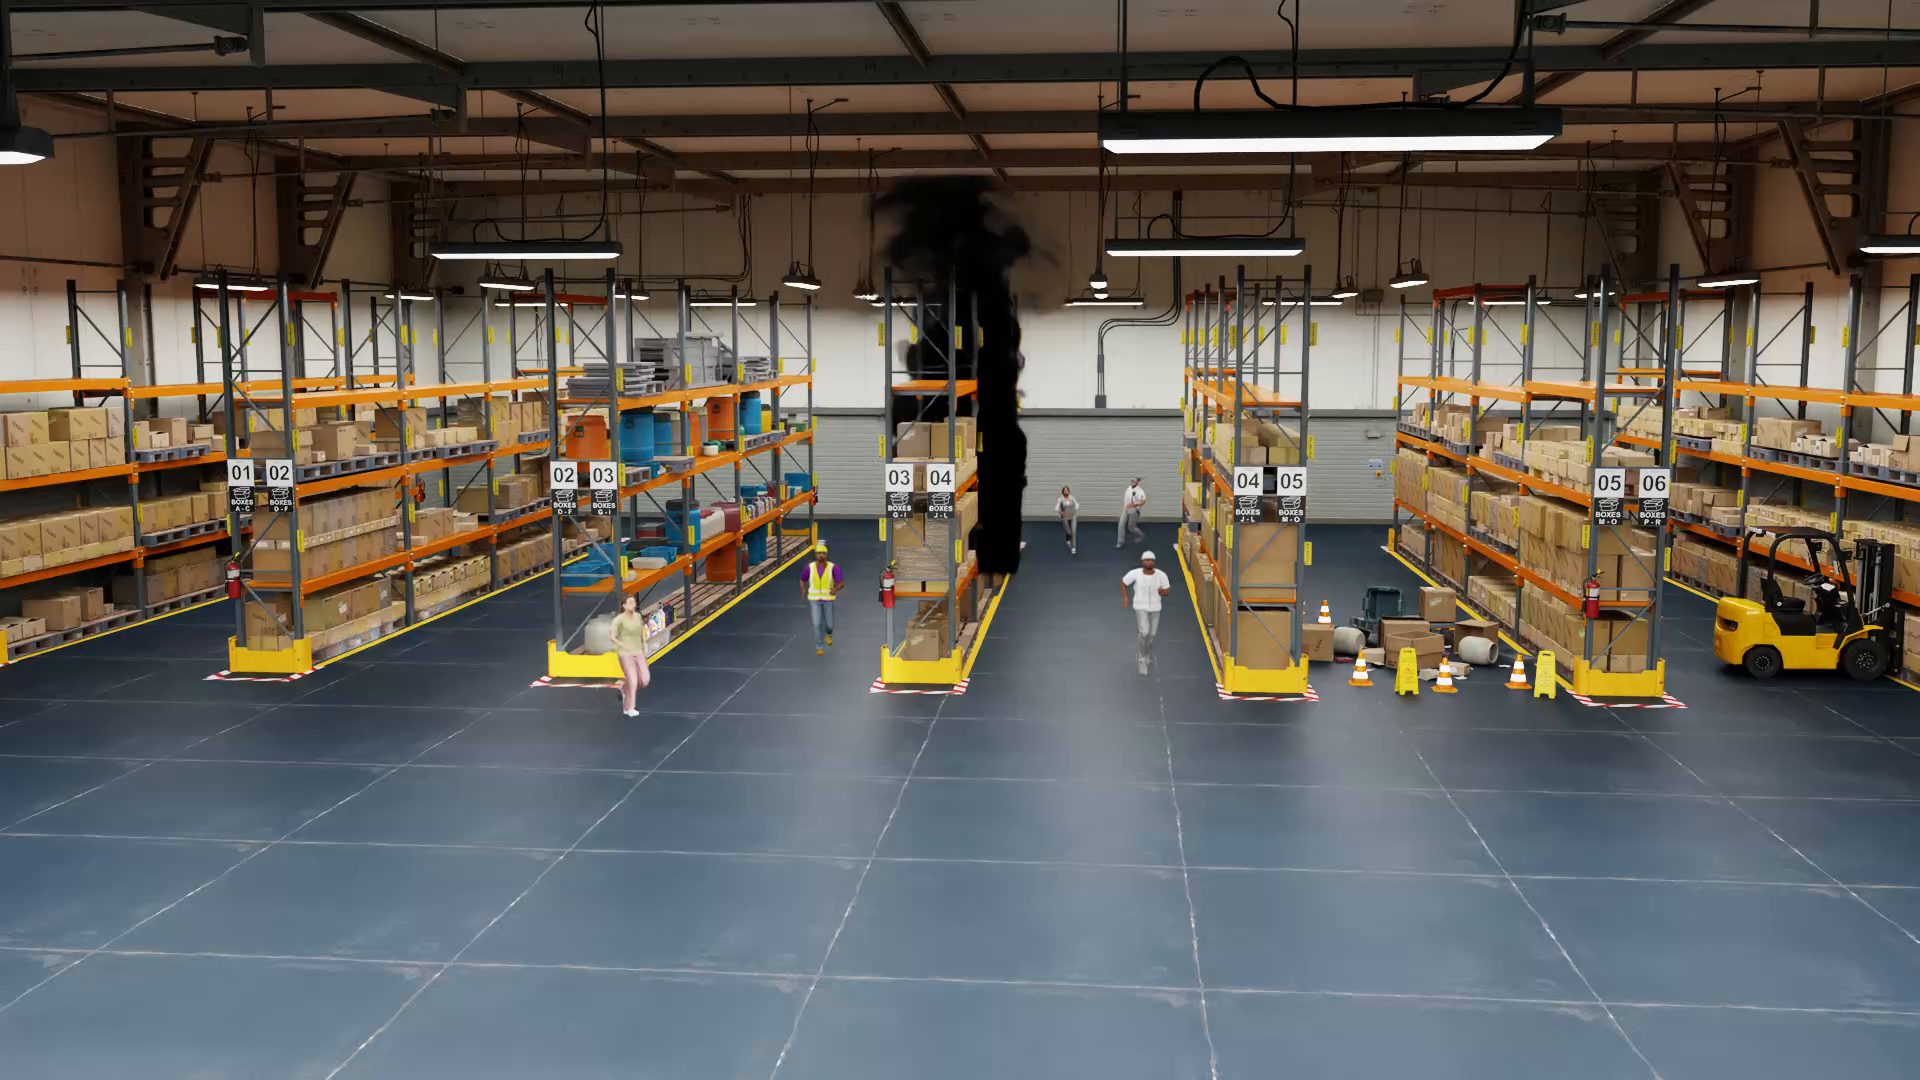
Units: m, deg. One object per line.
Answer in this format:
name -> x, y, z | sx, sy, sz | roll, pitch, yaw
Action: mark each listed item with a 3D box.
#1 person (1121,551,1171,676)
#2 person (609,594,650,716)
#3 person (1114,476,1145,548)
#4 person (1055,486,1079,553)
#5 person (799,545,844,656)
person -> 2.794, 1.072, 24.835 | 0.678, 1.830, 0.770 | -1, 7, -11
person -> -4.393, 1.521, 22.101 | 0.575, 1.618, 0.620 | 6, 9, 40
person -> 4.146, -0.681, 39.741 | 0.890, 1.745, 0.702 | -6, 9, -40
person -> 2.516, -0.489, 39.036 | 0.573, 1.555, 0.646 | -1, 7, -8
person -> -2.178, 0.936, 26.097 | 0.707, 1.726, 0.753 | 0, 7, -2
